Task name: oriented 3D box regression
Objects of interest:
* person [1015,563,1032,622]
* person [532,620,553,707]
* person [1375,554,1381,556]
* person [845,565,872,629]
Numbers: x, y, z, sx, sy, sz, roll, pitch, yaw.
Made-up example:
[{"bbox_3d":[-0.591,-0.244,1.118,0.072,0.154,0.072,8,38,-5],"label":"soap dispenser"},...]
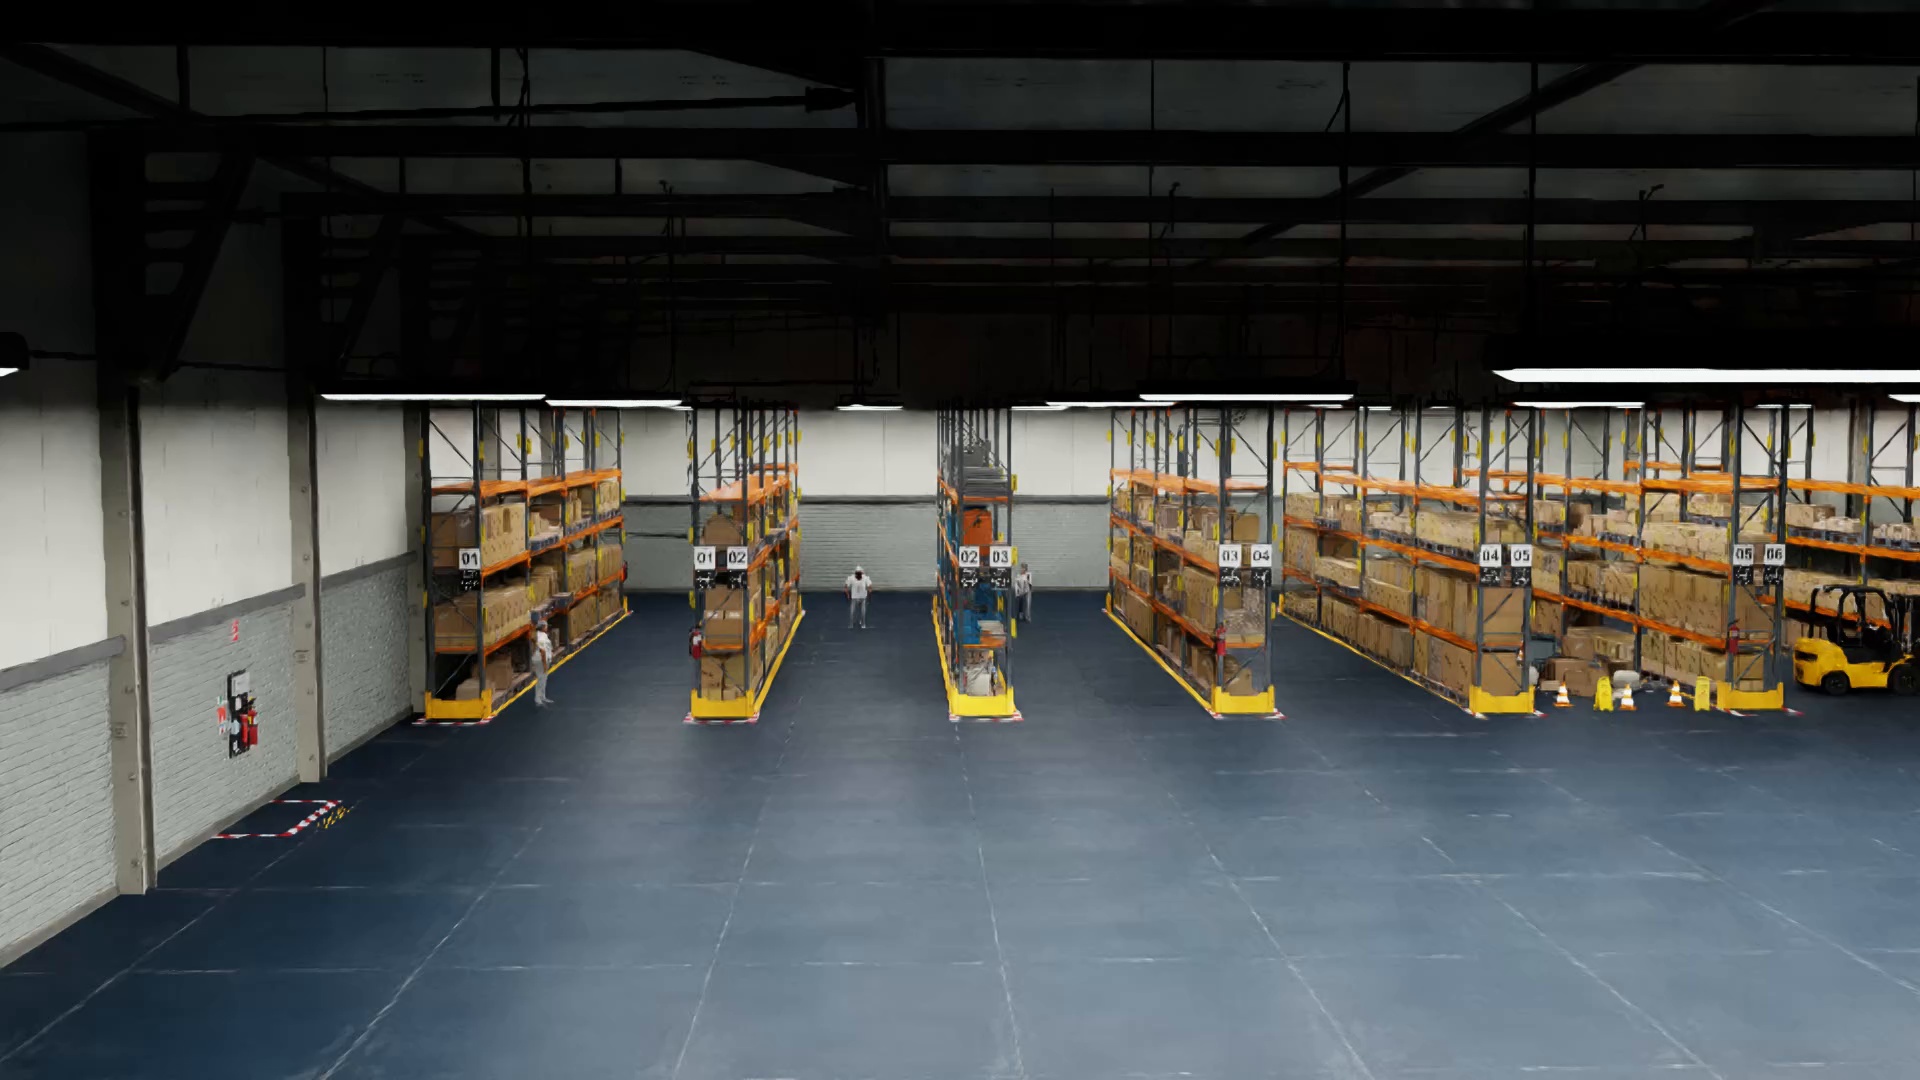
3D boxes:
[{"bbox_3d":[1.736,1.406,45.385,0.495,1.589,1.067,0,4,0],"label":"person"},{"bbox_3d":[-8.121,2.379,32.348,0.396,1.664,0.598,-1,5,-18],"label":"person"},{"bbox_3d":[11.474,1.278,45.951,0.494,1.775,0.578,2,5,28],"label":"person"},{"bbox_3d":[-2.669,1.506,43.638,0.719,1.714,0.578,0,4,-4],"label":"person"}]
